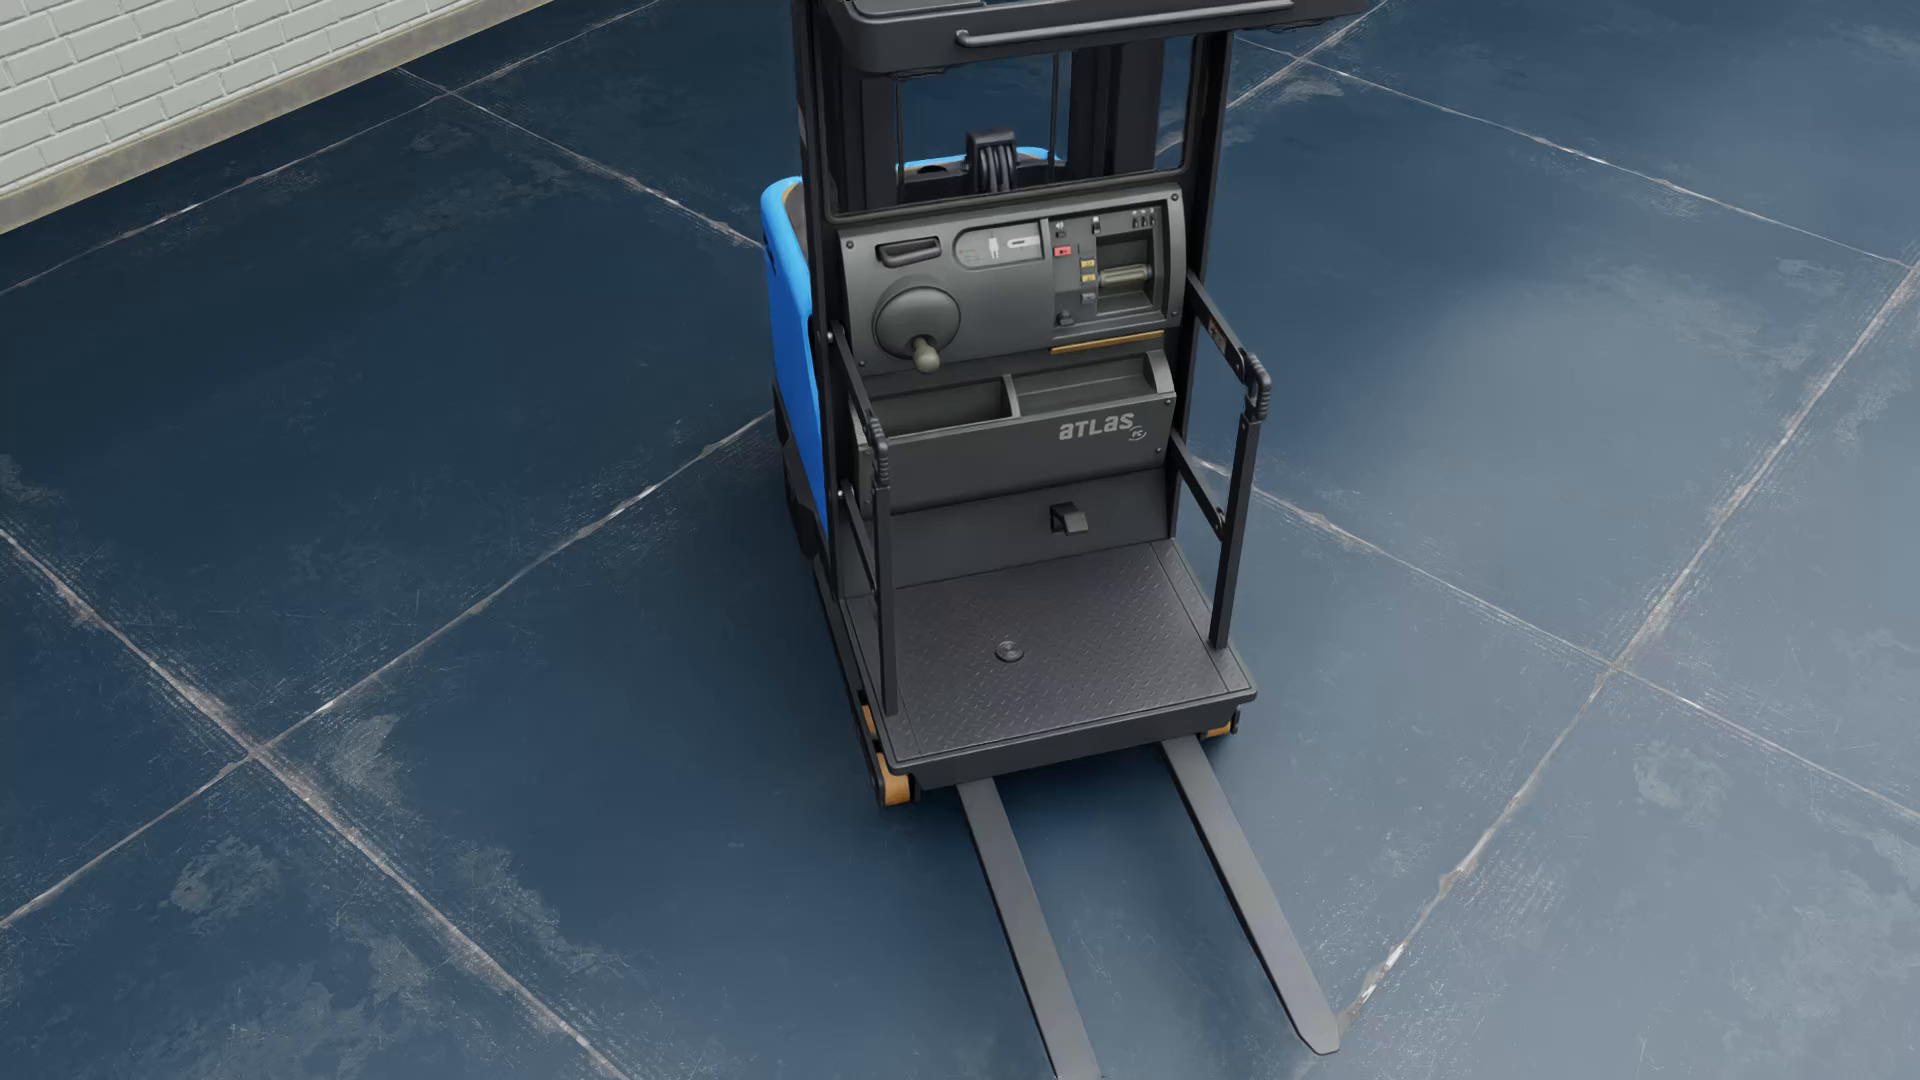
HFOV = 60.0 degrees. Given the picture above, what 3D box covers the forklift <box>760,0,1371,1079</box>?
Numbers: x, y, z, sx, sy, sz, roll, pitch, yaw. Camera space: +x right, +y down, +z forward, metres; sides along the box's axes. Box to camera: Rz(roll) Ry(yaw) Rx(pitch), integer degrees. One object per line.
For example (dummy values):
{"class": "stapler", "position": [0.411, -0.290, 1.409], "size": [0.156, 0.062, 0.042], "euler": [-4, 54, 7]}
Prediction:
{"class": "forklift", "position": [0.208, -0.601, 4.232], "size": [1.130, 2.935, 3.031], "euler": [-10, 43, -11]}
